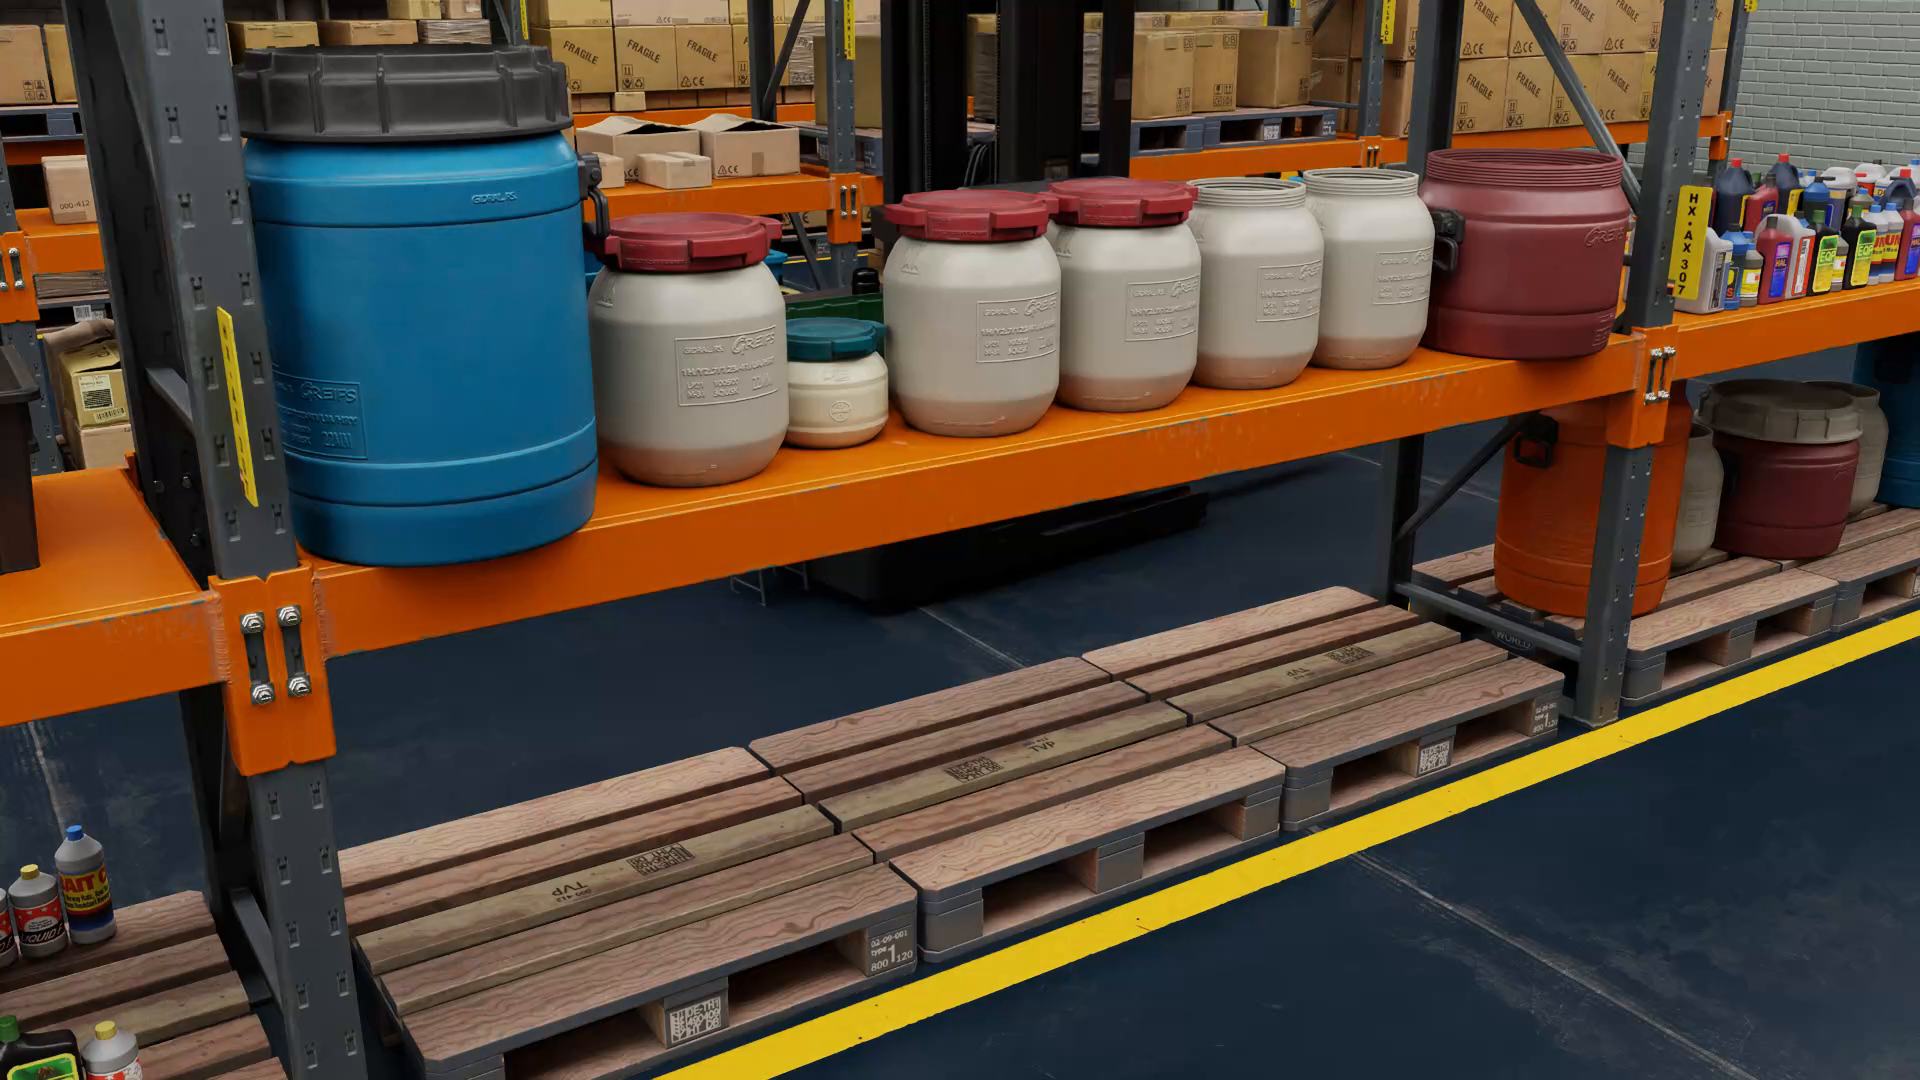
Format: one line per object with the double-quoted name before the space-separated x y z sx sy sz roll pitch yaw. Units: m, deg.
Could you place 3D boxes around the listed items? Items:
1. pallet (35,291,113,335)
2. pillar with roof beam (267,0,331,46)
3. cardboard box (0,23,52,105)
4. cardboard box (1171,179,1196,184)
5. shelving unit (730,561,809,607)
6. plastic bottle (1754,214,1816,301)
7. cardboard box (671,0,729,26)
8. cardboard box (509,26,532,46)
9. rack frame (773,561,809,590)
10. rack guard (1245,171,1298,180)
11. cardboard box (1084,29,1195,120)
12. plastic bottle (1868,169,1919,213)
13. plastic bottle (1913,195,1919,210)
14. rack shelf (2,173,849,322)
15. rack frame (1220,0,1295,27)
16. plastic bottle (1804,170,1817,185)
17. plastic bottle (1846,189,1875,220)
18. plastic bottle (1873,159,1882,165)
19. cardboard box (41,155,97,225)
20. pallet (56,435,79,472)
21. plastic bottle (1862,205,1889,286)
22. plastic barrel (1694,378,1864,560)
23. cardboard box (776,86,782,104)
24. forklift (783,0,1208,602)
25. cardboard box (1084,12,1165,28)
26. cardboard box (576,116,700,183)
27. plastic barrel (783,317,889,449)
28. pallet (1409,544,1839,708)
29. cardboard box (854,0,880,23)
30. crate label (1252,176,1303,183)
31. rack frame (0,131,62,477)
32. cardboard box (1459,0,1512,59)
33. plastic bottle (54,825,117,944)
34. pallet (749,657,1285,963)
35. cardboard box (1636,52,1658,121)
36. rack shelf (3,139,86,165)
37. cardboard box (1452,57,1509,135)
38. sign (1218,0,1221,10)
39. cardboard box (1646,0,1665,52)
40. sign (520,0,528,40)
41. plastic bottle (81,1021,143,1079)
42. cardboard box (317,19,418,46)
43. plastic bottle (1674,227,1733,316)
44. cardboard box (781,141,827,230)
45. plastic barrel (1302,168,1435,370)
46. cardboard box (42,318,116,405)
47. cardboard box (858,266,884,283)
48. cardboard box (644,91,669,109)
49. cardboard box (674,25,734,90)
"pallet" -6.303 -1.706 11.961 1.213 0.211 1.003 -12 22 -31
"pillar with roof beam" -2.805 -5.287 8.832 0.400 9.000 9.100 -12 22 -31
"cardboard box" -6.508 -3.226 11.260 0.500 0.500 0.700 -12 22 -31
"cardboard box" 2.123 -3.780 16.989 0.500 0.500 0.700 -12 22 -32
"shelving unit" -0.789 -0.214 6.447 0.210 0.900 0.258 -22 28 -36
"plastic bottle" 2.763 -0.957 5.584 0.135 0.276 0.152 -12 22 -31
"cardboard box" -2.226 -4.342 13.582 0.500 0.250 0.500 -12 22 -31
"cardboard box" -3.362 -3.945 13.580 0.500 0.500 0.500 -12 22 -31
"rack frame" -0.712 -0.245 6.506 0.006 0.900 0.240 -22 28 -36
"rack guard" 3.090 -3.823 17.773 0.348 0.500 1.175 -12 22 -31
"cardboard box" 1.015 -2.893 10.306 0.700 0.500 0.500 16 24 39
"plastic bottle" 3.474 -1.199 6.184 0.185 0.351 0.144 -12 22 -31
"plastic bottle" 3.535 -1.119 6.066 0.135 0.276 0.152 -12 22 -31
"rack shelf" -2.554 -1.577 8.348 4.000 0.370 1.077 -12 22 -31
"rack frame" 3.070 -5.003 17.360 0.127 3.000 1.000 -12 22 -31
"plastic bottle" 3.503 -1.391 6.877 0.097 0.271 0.097 0 19 0
"plastic bottle" 3.699 -1.341 6.838 0.097 0.201 0.097 0 19 0
"plastic bottle" 3.895 -1.486 7.140 0.133 0.283 0.061 -12 22 -31
"cardboard box" -3.837 -1.592 7.506 0.500 0.250 0.500 -10 21 -28
"pallet" -3.631 -0.384 8.052 1.213 0.211 1.003 -12 22 -31
"plastic bottle" 3.179 -1.032 5.814 0.097 0.271 0.097 0 19 0
"plastic barrel" 3.180 -0.290 6.529 0.708 0.588 0.600 -12 22 -31
"cardboard box" -1.711 -3.798 14.156 0.250 0.149 0.380 -11 22 -30
"forklift" 0.475 -1.519 7.161 3.031 2.935 1.130 -15 24 -38
"cardboard box" 1.406 -4.790 16.261 0.700 0.700 0.980 -13 23 -34
"cardboard box" -1.737 -2.122 8.976 0.500 0.311 0.500 -12 22 -32
"plastic barrel" -0.314 -0.366 3.860 0.301 0.262 0.301 0 19 0
"pallet" 2.473 0.227 6.244 1.213 0.211 1.003 -12 22 -31
"cardboard box" -0.952 -4.613 14.385 0.500 0.250 0.500 -11 22 -30
"crate label" 0.859 -0.858 5.044 0.616 0.435 0.502 -12 22 -31
"rack frame" -4.224 -1.565 7.191 0.127 3.000 1.000 -12 22 -31
"cardboard box" 3.436 -3.594 11.475 0.500 0.500 0.500 -13 22 -33
"plastic bottle" -2.011 0.783 3.817 0.097 0.271 0.097 0 19 0
"pallet" 0.151 0.717 4.796 1.213 0.211 1.003 -12 22 -31
"cardboard box" 5.142 -3.482 12.705 0.500 0.500 0.500 -12 22 -31
"rack shelf" -5.282 -2.901 12.265 4.000 0.370 1.077 -12 22 -31
"cardboard box" 3.458 -3.129 11.662 0.500 0.500 0.500 -11 22 -30
"sign" 2.770 -5.600 17.651 0.005 0.325 0.100 -12 22 -31
"cardboard box" 5.156 -3.959 12.553 0.500 0.500 0.500 -11 22 -30
"sign" -3.305 -3.961 12.595 0.005 0.325 0.100 -12 22 -31
"plastic bottle" -1.635 1.025 3.212 0.097 0.201 0.097 0 19 0
"cardboard box" -4.450 -3.659 12.540 0.500 0.500 0.700 -14 23 -36
"plastic bottle" 2.377 -0.875 5.343 0.135 0.276 0.152 -12 22 -31
"cardboard box" -1.483 -3.172 14.646 0.750 0.750 0.750 -11 22 -30
"plastic barrel" 1.096 -0.759 4.631 0.421 0.512 0.421 0 19 0
"cardboard box" -4.044 -0.875 7.912 0.500 0.311 0.500 -12 22 -31
"cardboard box" -0.346 -1.298 9.616 0.500 0.500 0.500 -11 22 -29
"cardboard box" -2.583 -3.624 13.642 0.250 0.149 0.380 -12 22 -32
"cardboard box" -2.207 -3.986 13.699 0.500 0.500 0.500 -12 22 -32
